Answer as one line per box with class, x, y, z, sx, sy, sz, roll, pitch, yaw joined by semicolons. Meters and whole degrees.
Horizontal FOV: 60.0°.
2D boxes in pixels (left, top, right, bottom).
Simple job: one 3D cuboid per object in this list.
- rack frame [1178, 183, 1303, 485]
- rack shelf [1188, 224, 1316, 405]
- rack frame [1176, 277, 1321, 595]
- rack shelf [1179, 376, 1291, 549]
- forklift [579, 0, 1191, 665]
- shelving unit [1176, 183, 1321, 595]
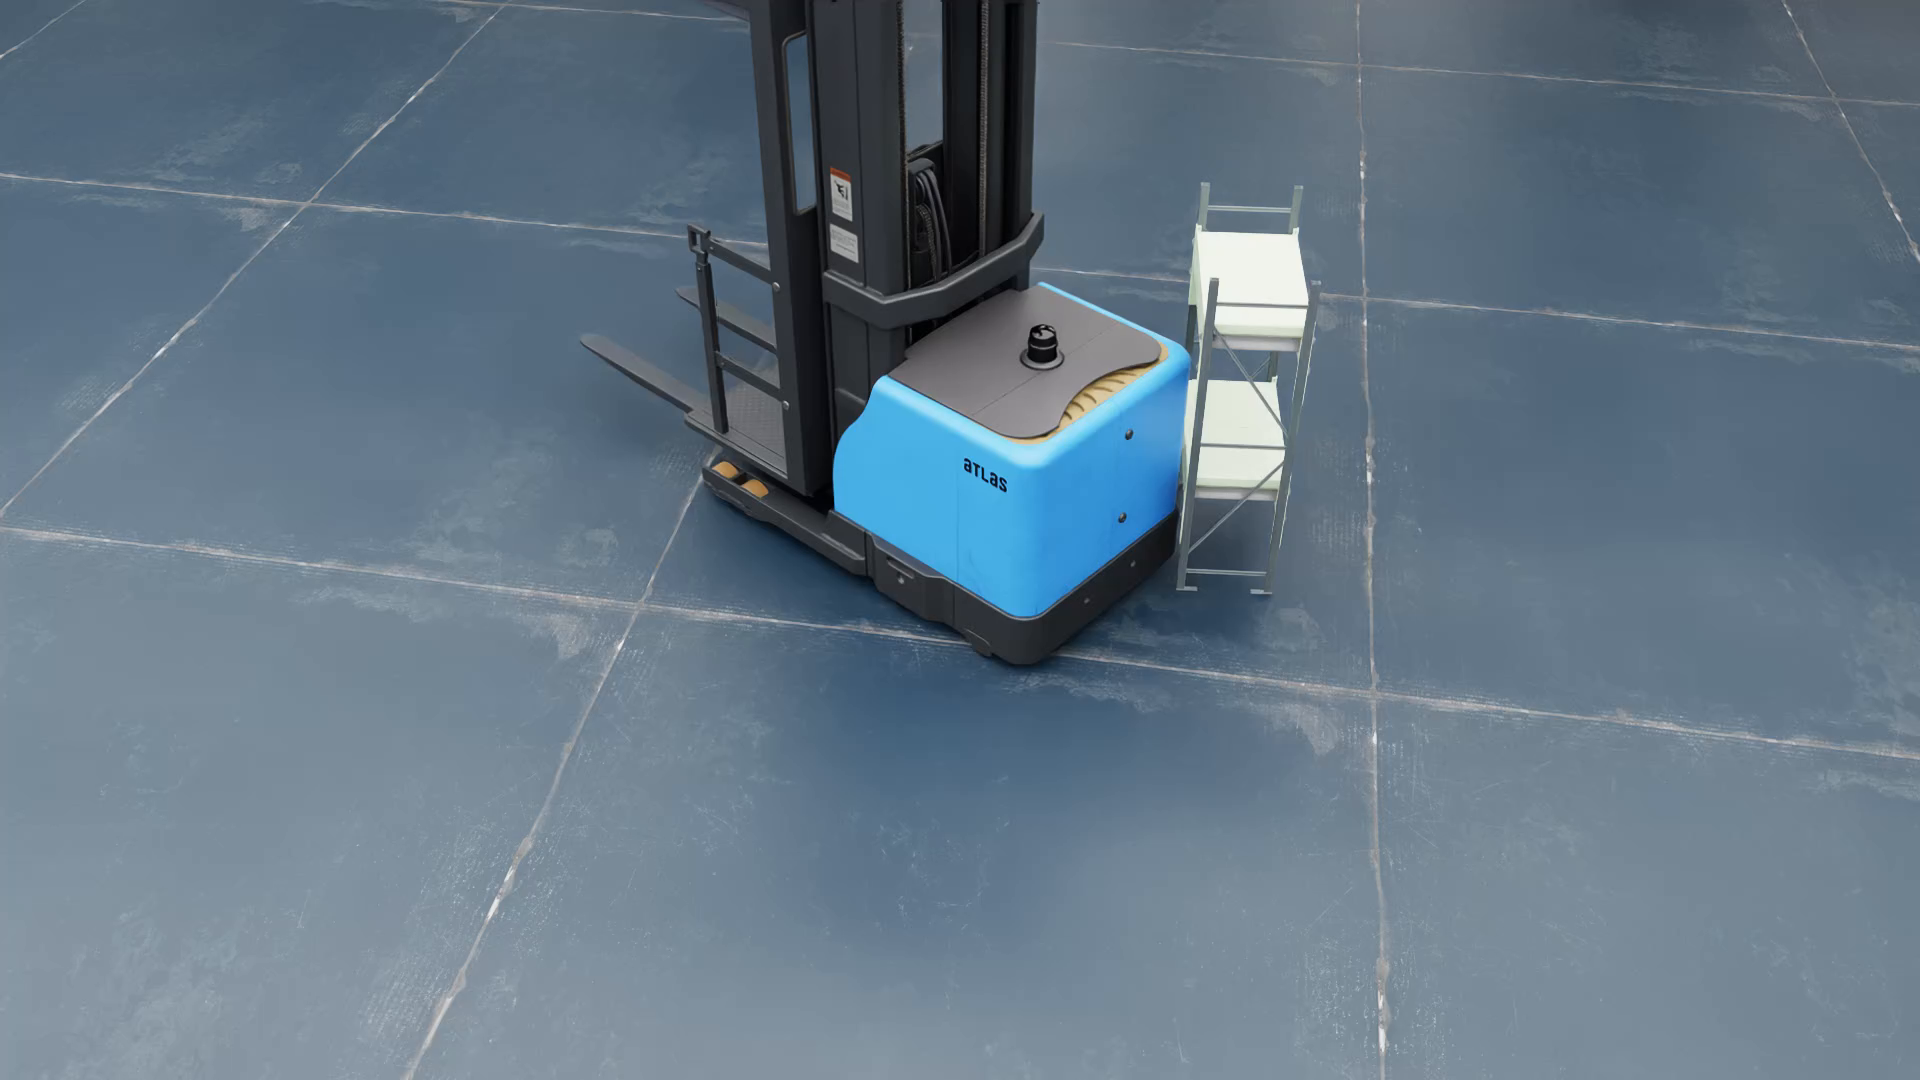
rack frame;1.159;-0.828;7.075;0.400;1.500;0.023;3;40;3
rack shelf;1.133;-0.896;6.545;0.431;0.370;0.720;3;40;3
rack frame;1.108;-0.363;6.512;0.400;1.500;0.023;3;40;3
rack shelf;1.133;-0.344;7.001;0.431;0.370;0.720;3;40;3
forklift;-0.512;-1.450;6.704;3.031;2.935;1.130;30;48;31
shelving unit;1.133;-0.595;6.793;0.431;1.500;0.755;3;40;3
